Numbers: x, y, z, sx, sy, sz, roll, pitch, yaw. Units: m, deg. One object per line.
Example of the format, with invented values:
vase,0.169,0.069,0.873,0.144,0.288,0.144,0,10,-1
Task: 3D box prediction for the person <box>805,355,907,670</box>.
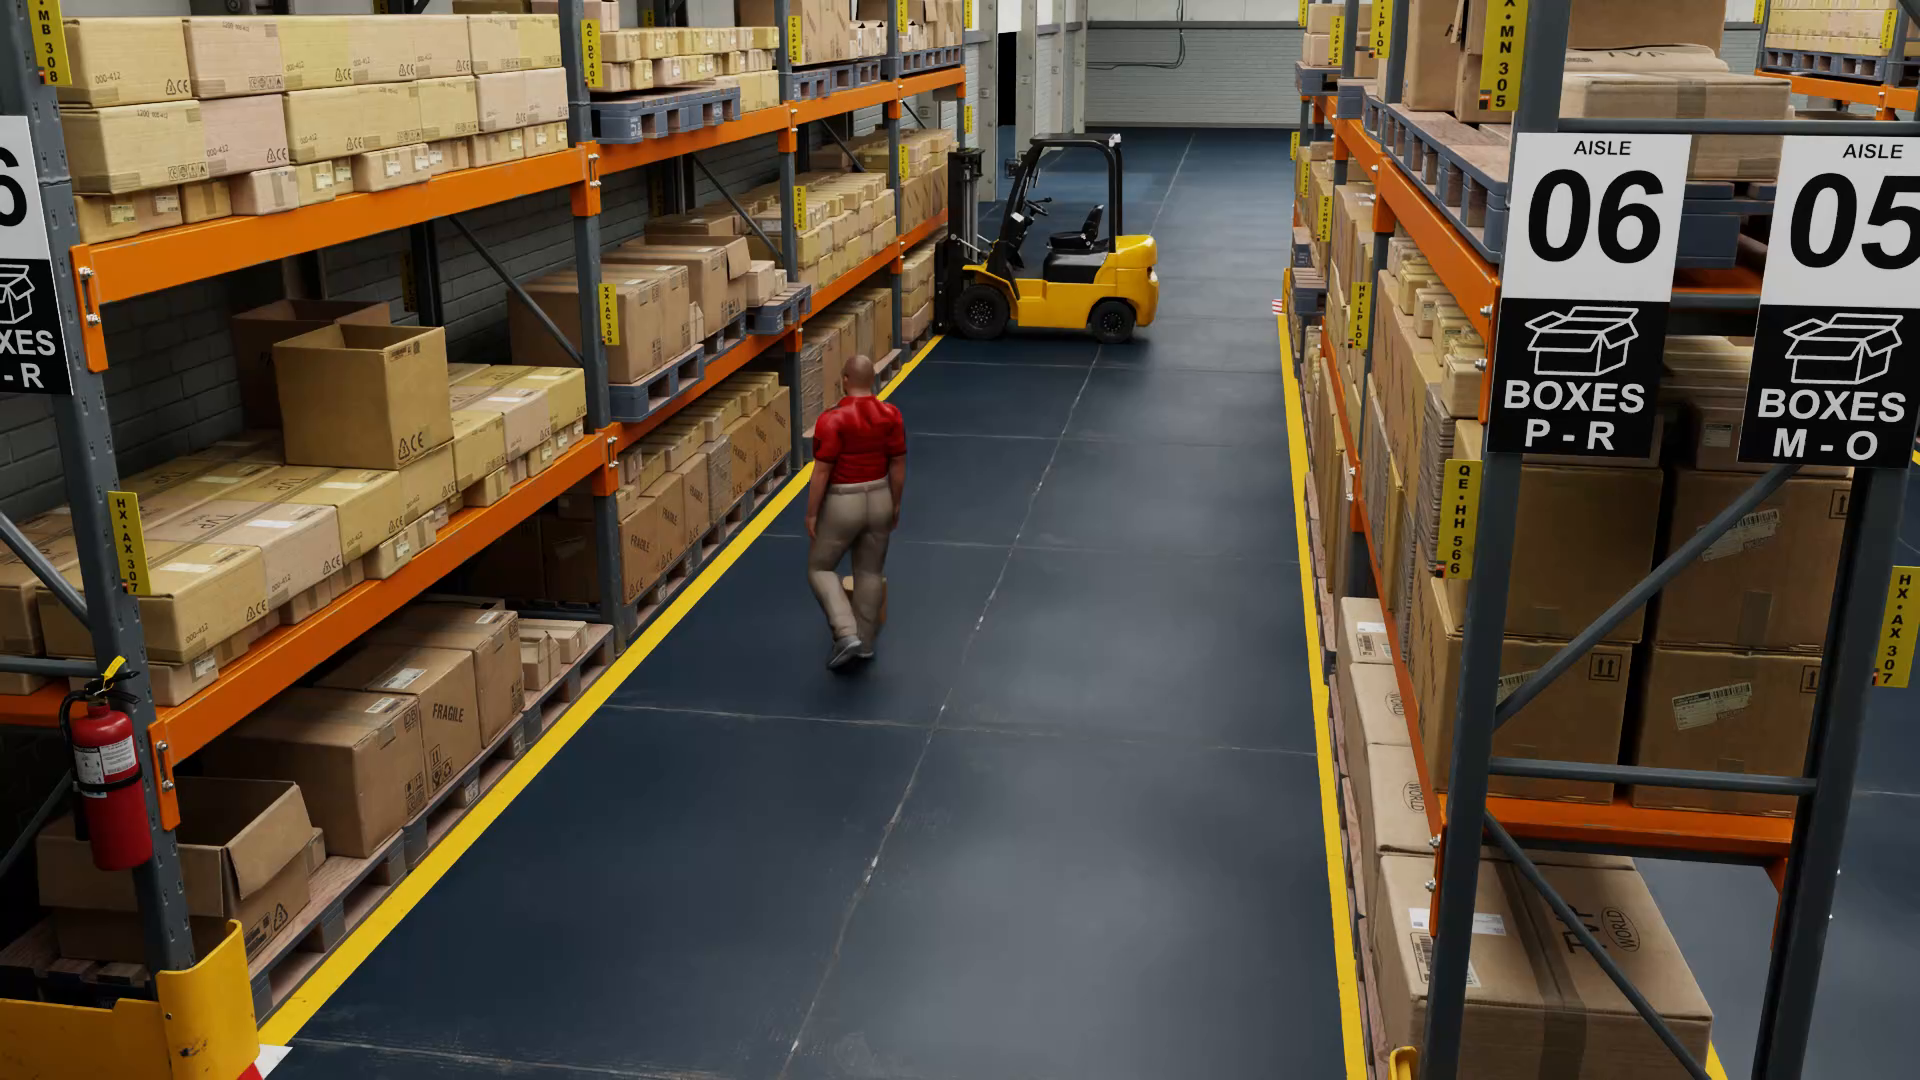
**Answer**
person,-0.576,-0.155,9.064,0.560,1.743,0.530,-10,20,-29
